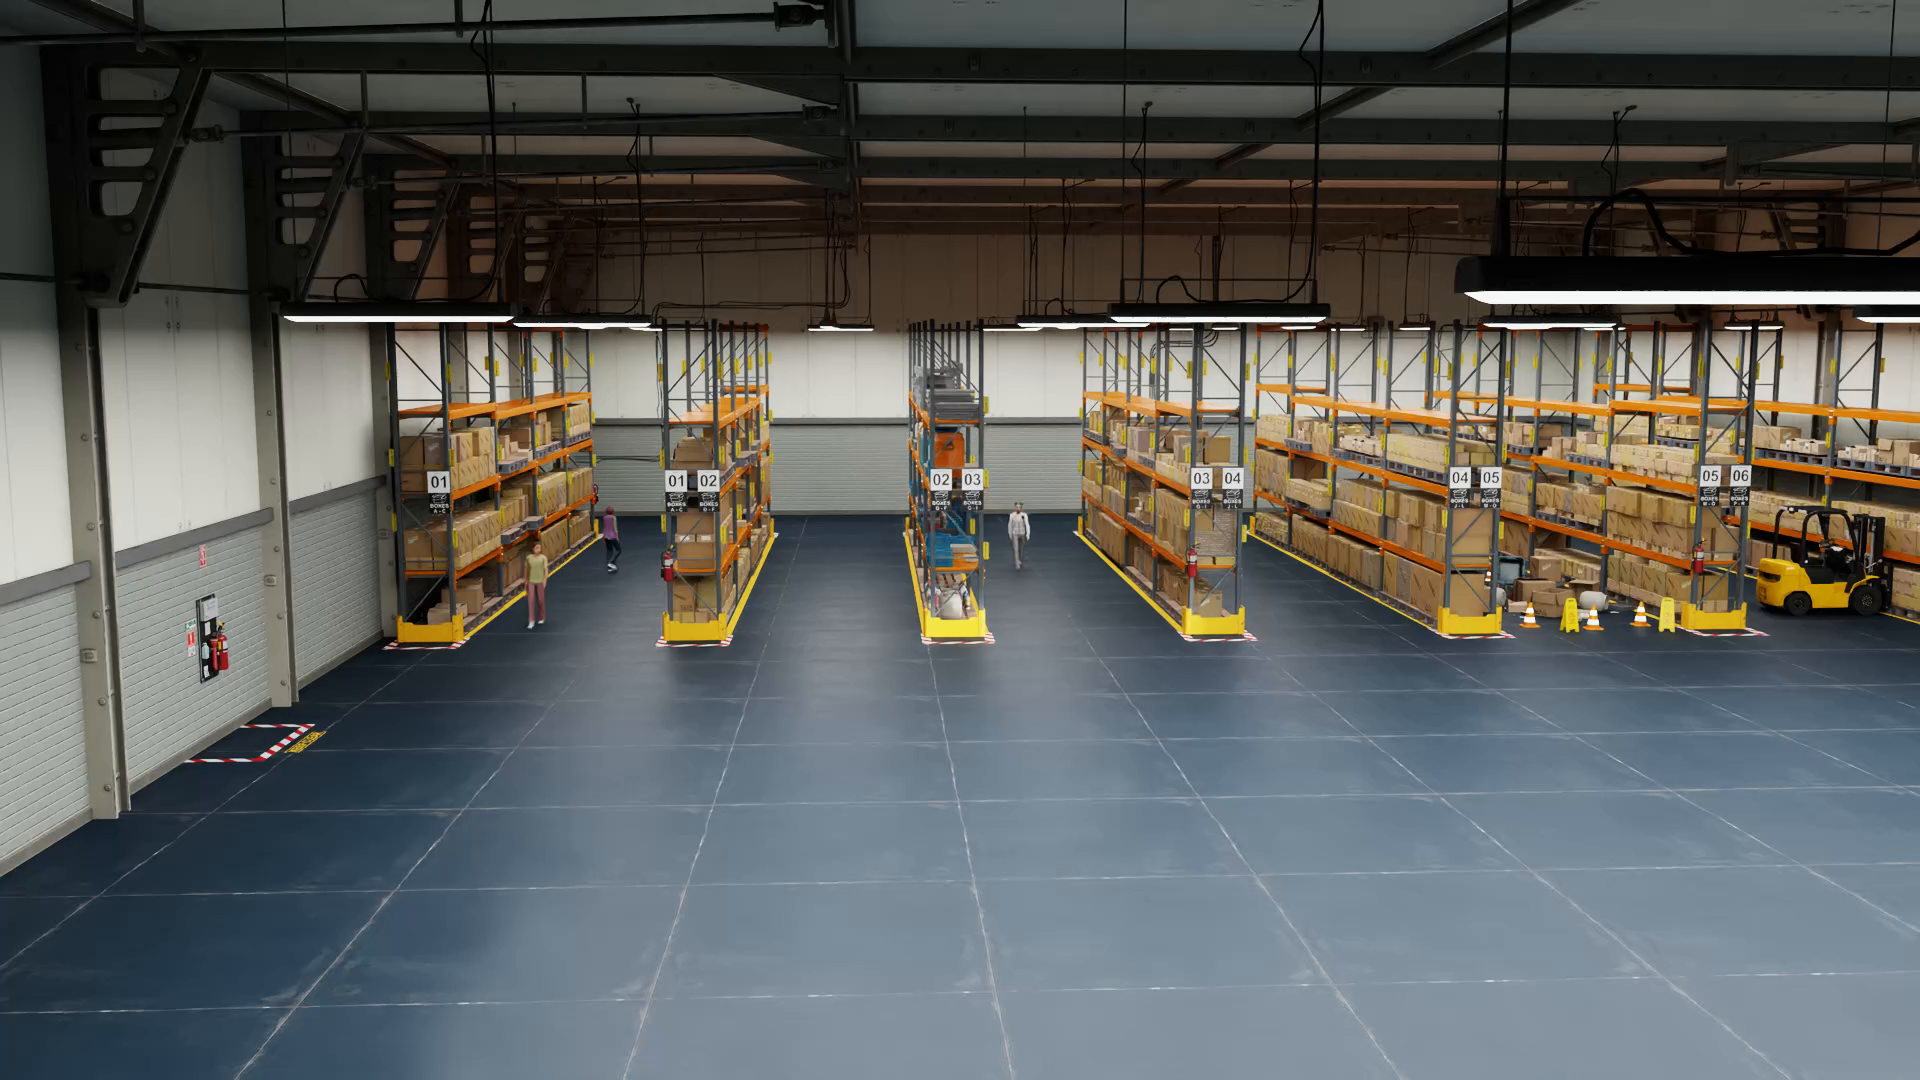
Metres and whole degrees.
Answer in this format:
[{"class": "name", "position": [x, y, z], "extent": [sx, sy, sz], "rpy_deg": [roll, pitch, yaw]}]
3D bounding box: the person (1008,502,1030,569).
[{"class": "person", "position": [1.454, -0.140, 40.814], "extent": [0.512, 1.615, 1.034], "rpy_deg": [-1, 7, -5]}]

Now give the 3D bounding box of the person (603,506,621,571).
[{"class": "person", "position": [-8.463, -0.010, 40.210], "extent": [0.455, 1.562, 0.437], "rpy_deg": [4, 8, 30]}]

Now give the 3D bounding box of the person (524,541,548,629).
[{"class": "person", "position": [-8.342, 0.876, 32.726], "extent": [0.472, 1.668, 0.745], "rpy_deg": [-1, 7, -12]}]
